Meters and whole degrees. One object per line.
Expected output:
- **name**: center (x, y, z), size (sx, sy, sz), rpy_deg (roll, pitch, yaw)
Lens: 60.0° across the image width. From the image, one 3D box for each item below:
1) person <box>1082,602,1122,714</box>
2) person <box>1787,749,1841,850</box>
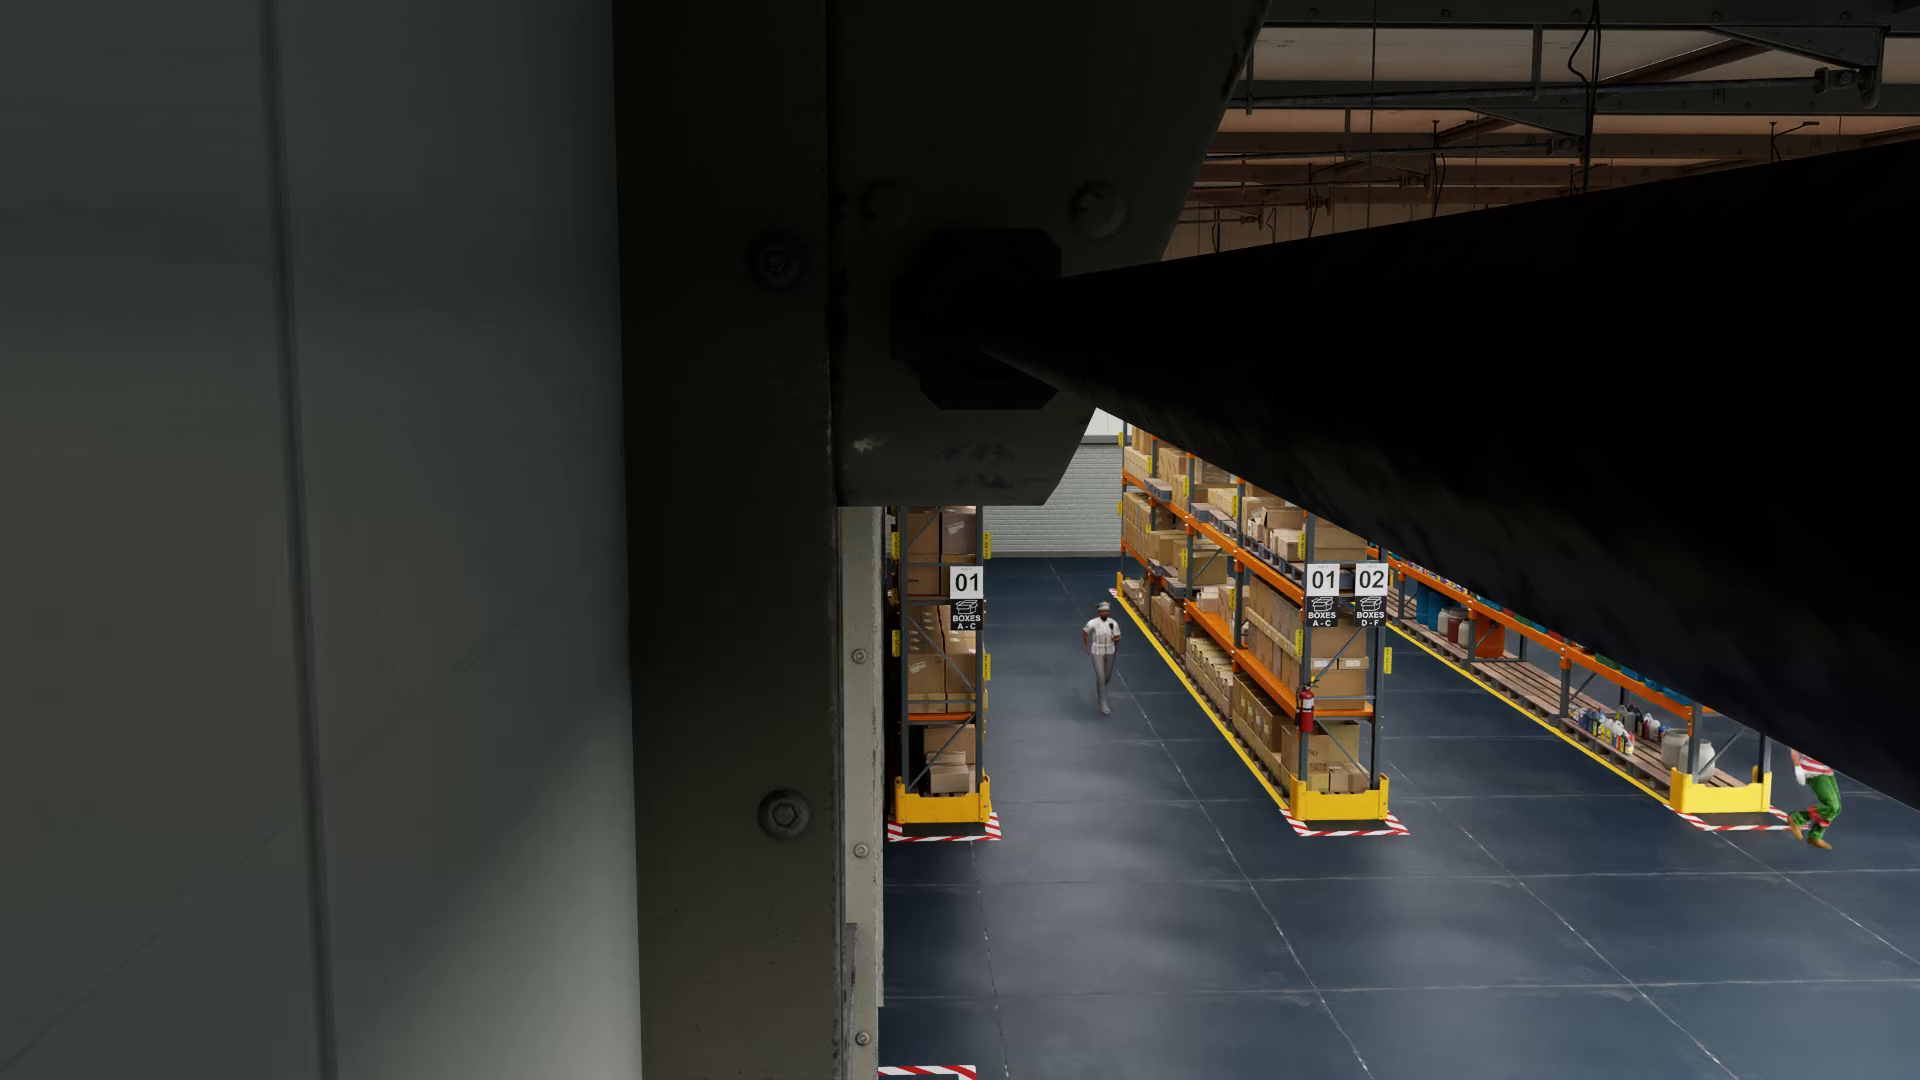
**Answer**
- **person**: center (2.248, 1.801, 26.184), size (0.567, 1.699, 0.926), rpy_deg (-2, 8, -15)
- **person**: center (10.109, 2.762, 19.512), size (0.798, 1.738, 0.530), rpy_deg (-7, 11, -42)
